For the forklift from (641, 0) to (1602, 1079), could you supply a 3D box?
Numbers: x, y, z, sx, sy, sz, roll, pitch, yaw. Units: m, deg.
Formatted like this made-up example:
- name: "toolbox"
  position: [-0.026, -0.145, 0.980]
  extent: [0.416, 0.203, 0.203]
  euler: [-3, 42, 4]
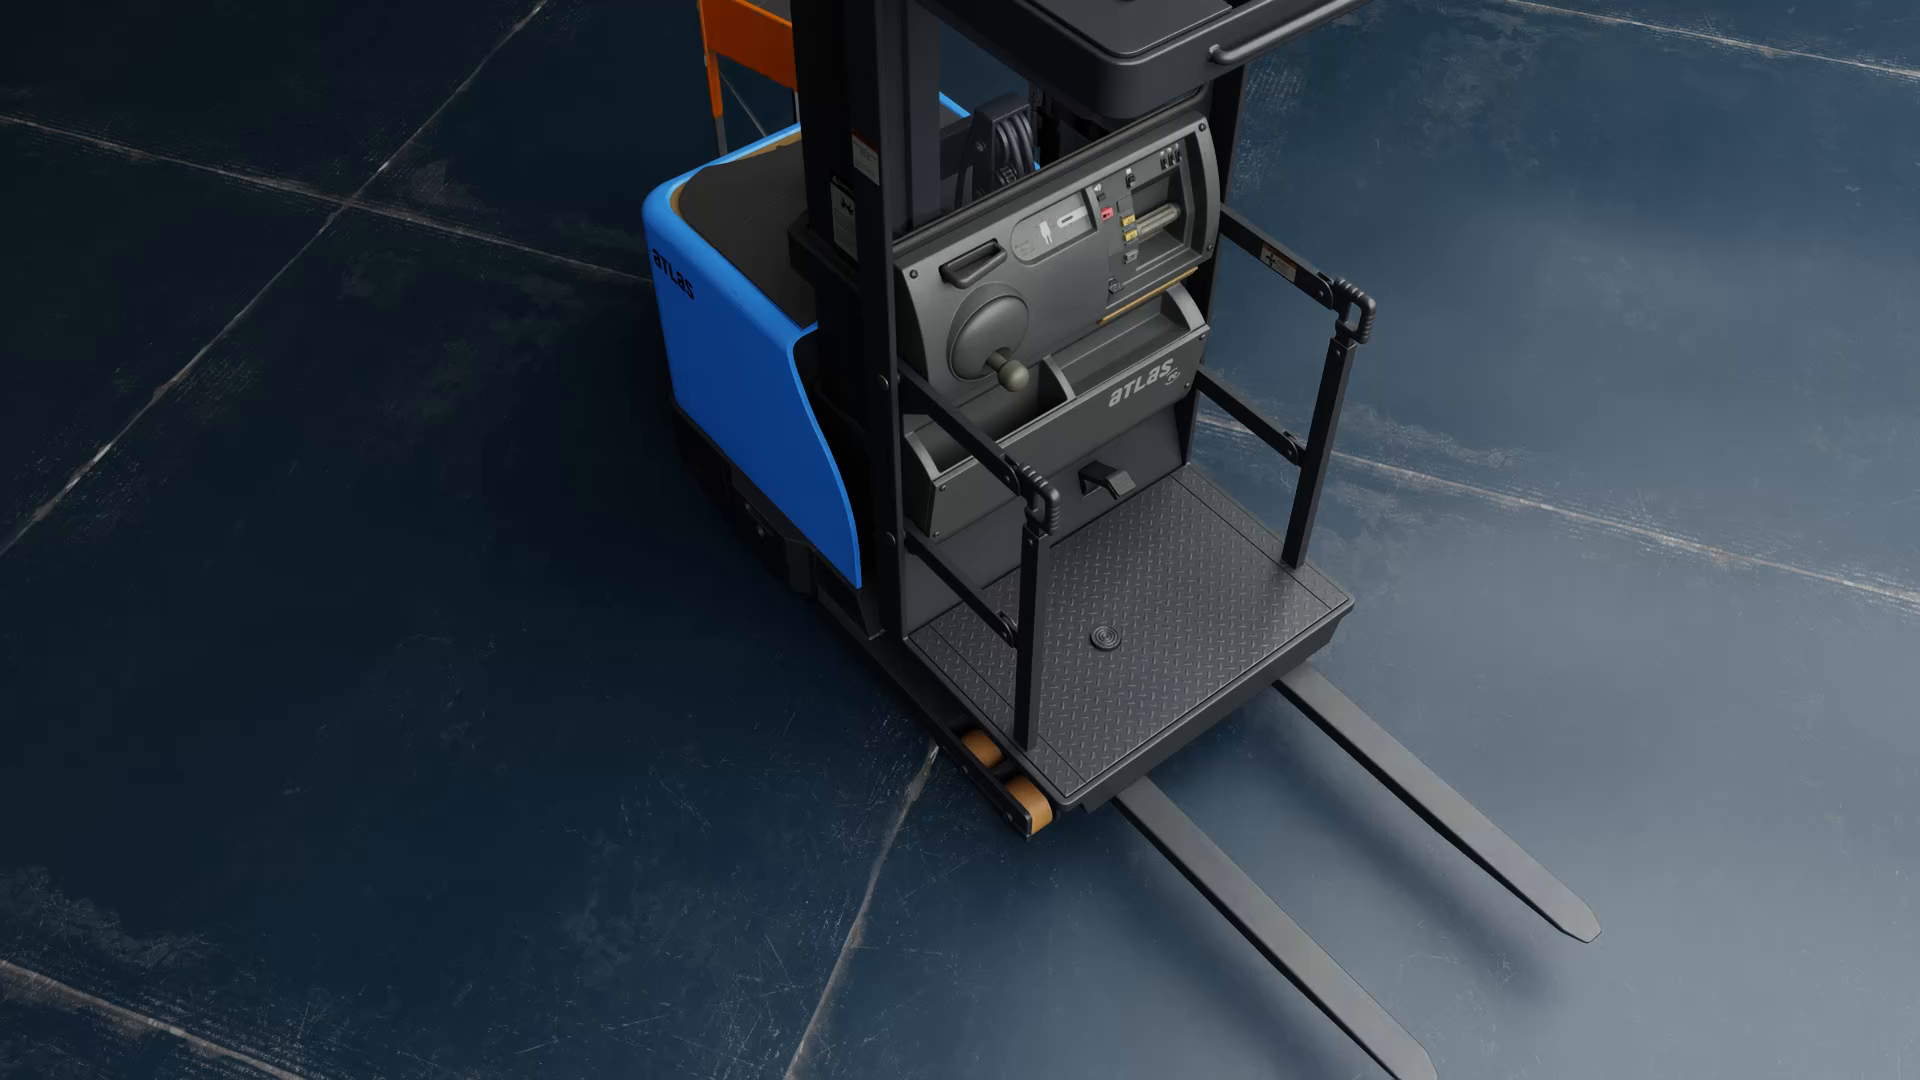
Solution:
- name: "forklift"
  position: [0.391, -0.587, 3.820]
  extent: [1.130, 2.935, 3.031]
  euler: [-31, 56, -24]

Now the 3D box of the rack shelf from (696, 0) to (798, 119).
- name: "rack shelf"
  position: [-0.488, -1.550, 5.219]
  extent: [0.480, 0.518, 0.431]
  euler: [32, 56, 25]

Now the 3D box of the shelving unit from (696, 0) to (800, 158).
- name: "shelving unit"
  position: [-0.488, -1.559, 5.209]
  extent: [0.503, 2.100, 0.431]
  euler: [32, 56, 25]

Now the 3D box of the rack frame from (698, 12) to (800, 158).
- name: "rack frame"
  position: [-0.676, -1.675, 5.311]
  extent: [0.015, 2.100, 0.400]
  euler: [32, 56, 25]
